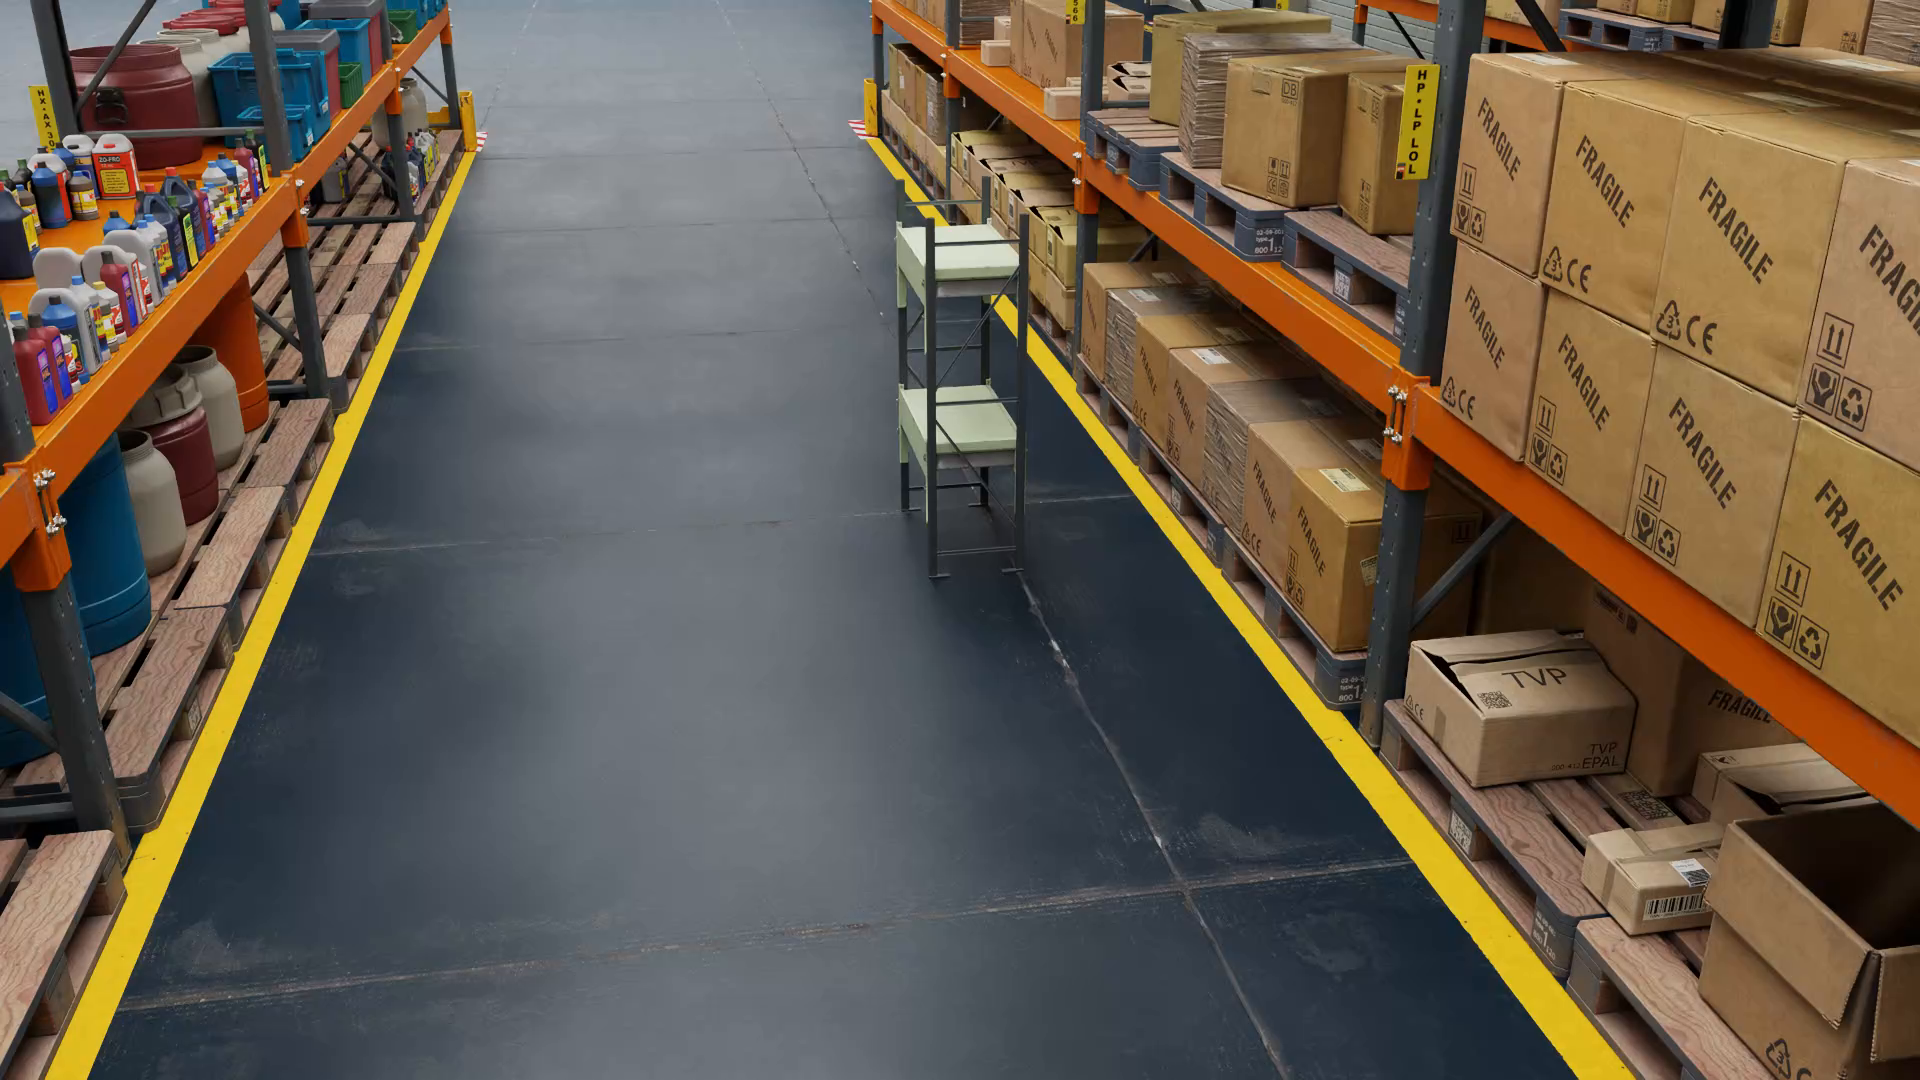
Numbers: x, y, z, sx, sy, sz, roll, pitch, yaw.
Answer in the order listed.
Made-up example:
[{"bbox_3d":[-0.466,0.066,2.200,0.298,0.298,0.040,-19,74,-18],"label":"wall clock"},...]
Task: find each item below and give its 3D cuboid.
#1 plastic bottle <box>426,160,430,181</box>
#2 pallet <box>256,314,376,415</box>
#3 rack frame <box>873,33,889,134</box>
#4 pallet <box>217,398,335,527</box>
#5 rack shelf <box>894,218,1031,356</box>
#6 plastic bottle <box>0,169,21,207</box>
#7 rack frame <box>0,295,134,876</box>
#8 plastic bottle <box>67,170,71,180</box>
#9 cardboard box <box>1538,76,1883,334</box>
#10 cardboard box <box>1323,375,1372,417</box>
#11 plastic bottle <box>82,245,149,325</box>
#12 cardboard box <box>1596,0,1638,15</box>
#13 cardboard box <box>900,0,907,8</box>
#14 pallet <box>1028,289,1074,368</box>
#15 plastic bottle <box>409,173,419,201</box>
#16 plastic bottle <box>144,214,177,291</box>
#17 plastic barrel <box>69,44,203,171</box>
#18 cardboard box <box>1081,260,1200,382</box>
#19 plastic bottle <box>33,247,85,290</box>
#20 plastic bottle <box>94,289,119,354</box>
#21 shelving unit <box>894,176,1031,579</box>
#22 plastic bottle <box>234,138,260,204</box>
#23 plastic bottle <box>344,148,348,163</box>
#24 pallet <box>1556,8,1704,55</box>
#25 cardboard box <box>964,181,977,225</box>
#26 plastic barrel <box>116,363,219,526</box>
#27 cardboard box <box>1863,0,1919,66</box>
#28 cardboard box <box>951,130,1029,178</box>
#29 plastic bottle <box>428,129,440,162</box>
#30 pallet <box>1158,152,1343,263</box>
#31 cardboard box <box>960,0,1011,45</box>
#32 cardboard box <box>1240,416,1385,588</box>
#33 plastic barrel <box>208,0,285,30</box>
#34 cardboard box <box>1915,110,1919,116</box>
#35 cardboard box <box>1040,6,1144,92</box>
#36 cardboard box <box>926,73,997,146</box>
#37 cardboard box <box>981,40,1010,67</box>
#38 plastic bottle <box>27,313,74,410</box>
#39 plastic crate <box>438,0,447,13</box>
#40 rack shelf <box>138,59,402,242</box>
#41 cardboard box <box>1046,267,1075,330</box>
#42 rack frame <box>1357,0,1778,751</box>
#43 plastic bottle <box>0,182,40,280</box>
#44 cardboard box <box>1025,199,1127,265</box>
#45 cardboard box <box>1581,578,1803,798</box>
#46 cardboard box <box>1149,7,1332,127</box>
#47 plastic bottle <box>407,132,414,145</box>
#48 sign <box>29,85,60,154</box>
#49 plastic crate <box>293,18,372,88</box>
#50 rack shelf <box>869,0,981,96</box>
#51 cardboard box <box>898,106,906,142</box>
[{"bbox_3d":[-4.281,-2.959,13.224,0.097,0.201,0.097,0,24,0],"label":"plastic bottle"},{"bbox_3d":[-3.841,-0.961,9.186,1.003,0.211,1.213,-4,24,-10],"label":"pallet"},{"bbox_3d":[-0.346,-5.443,15.965,1.000,3.000,0.127,-4,24,-10],"label":"rack frame"},{"bbox_3d":[-3.549,-0.346,7.779,1.003,0.211,1.213,-4,24,-10],"label":"pallet"},{"bbox_3d":[-0.001,-1.048,6.800,0.431,0.370,0.720,-4,24,-10],"label":"rack shelf"},{"bbox_3d":[-3.865,-1.355,6.750,0.061,0.283,0.133,-4,24,-10],"label":"plastic bottle"},{"bbox_3d":[-2.996,-0.358,4.321,1.000,3.000,0.127,-4,24,-10],"label":"rack frame"},{"bbox_3d":[-3.961,-1.560,7.322,0.097,0.201,0.097,0,24,0],"label":"plastic bottle"},{"bbox_3d":[1.779,-0.818,4.001,0.500,0.500,0.500,-5,24,-11],"label":"cardboard box"},{"bbox_3d":[1.828,-0.393,6.976,0.500,0.500,0.500,-4,24,-9],"label":"cardboard box"},{"bbox_3d":[-2.878,-0.875,5.662,0.152,0.276,0.135,-4,24,-10],"label":"plastic bottle"},{"bbox_3d":[5.322,-4.282,12.633,0.700,0.500,0.500,-4,24,-10],"label":"cardboard box"},{"bbox_3d":[-0.171,-5.098,15.050,0.700,0.500,0.500,-4,24,-8],"label":"cardboard box"},{"bbox_3d":[1.019,-1.345,10.066,1.003,0.211,1.213,-4,24,-10],"label":"pallet"},{"bbox_3d":[-4.141,-2.661,12.543,0.097,0.201,0.097,0,24,0],"label":"plastic bottle"},{"bbox_3d":[-2.934,-1.050,6.068,0.097,0.271,0.097,0,24,0],"label":"plastic bottle"},{"bbox_3d":[-4.119,-2.154,8.263,0.600,0.536,0.708,-4,24,-10],"label":"plastic barrel"},{"bbox_3d":[0.936,-1.152,8.714,0.500,0.500,0.500,-3,24,-7],"label":"cardboard box"},{"bbox_3d":[-3.028,-0.864,5.636,0.152,0.276,0.135,-4,24,-10],"label":"plastic bottle"},{"bbox_3d":[-2.787,-0.707,5.369,0.097,0.201,0.097,0,24,0],"label":"plastic bottle"},{"bbox_3d":[-0.001,-0.690,6.956,0.431,1.500,0.755,-4,24,-10],"label":"shelving unit"},{"bbox_3d":[-3.199,-1.659,7.447,0.061,0.283,0.133,-4,24,-10],"label":"plastic bottle"},{"bbox_3d":[-5.186,-3.293,13.901,0.097,0.271,0.097,0,24,0],"label":"plastic bottle"},{"bbox_3d":[5.259,-3.838,12.530,1.003,0.211,1.213,-4,24,-10],"label":"pallet"},{"bbox_3d":[0.318,-2.424,11.963,0.500,0.250,0.500,-4,24,-8],"label":"cardboard box"},{"bbox_3d":[-3.420,-0.383,6.868,0.600,0.588,0.708,-4,24,-10],"label":"plastic barrel"},{"bbox_3d":[5.904,-3.096,9.916,0.700,0.500,0.500,-7,25,-16],"label":"cardboard box"},{"bbox_3d":[0.225,-2.878,12.302,0.500,0.311,0.500,-4,24,-10],"label":"cardboard box"},{"bbox_3d":[-4.405,-3.300,13.902,0.061,0.283,0.133,-4,24,-8],"label":"plastic bottle"},{"bbox_3d":[1.497,-1.444,7.048,1.003,0.211,1.213,-4,24,-10],"label":"pallet"},{"bbox_3d":[0.305,-4.089,12.741,0.700,0.500,0.500,-5,24,-11],"label":"cardboard box"},{"bbox_3d":[1.417,-0.147,6.412,0.500,0.500,0.500,-4,24,-10],"label":"cardboard box"},{"bbox_3d":[-4.514,-3.174,10.600,0.433,0.535,0.433,0,24,0],"label":"plastic barrel"},{"bbox_3d":[2.411,-0.648,3.611,0.500,0.500,0.500,-4,24,-9],"label":"cardboard box"},{"bbox_3d":[0.807,-3.001,10.248,0.500,0.500,0.500,-6,24,-13],"label":"cardboard box"},{"bbox_3d":[0.012,-3.509,13.511,0.500,0.500,0.500,-4,24,-10],"label":"cardboard box"},{"bbox_3d":[0.356,-3.391,11.580,0.380,0.149,0.250,-4,24,-10],"label":"cardboard box"},{"bbox_3d":[-2.669,-0.533,4.867,0.061,0.283,0.133,-4,24,-10],"label":"plastic bottle"},{"bbox_3d":[-4.828,-4.835,14.758,0.499,0.251,0.616,-4,24,-10],"label":"plastic crate"},{"bbox_3d":[-4.105,-2.388,9.869,1.077,0.370,4.000,-4,24,-10],"label":"rack shelf"},{"bbox_3d":[0.796,-1.418,9.659,0.500,0.250,0.500,-4,24,-8],"label":"cardboard box"},{"bbox_3d":[1.873,-0.723,5.157,1.000,3.000,0.127,-4,24,-10],"label":"rack frame"},{"bbox_3d":[-3.567,-1.170,6.243,0.144,0.351,0.185,-4,24,-10],"label":"plastic bottle"},{"bbox_3d":[0.692,-1.877,10.011,0.500,0.311,0.500,-5,24,-11],"label":"cardboard box"},{"bbox_3d":[2.257,0.424,5.105,0.500,0.500,0.500,-4,24,-10],"label":"cardboard box"},{"bbox_3d":[1.360,-2.295,8.108,0.700,0.500,0.500,-13,27,-27],"label":"cardboard box"},{"bbox_3d":[-4.529,-3.235,13.754,0.061,0.283,0.133,-4,24,-10],"label":"plastic bottle"},{"bbox_3d":[-4.275,-1.962,7.792,0.100,0.325,0.005,-4,24,-10],"label":"sign"},{"bbox_3d":[-3.966,-3.086,10.589,0.392,0.384,0.575,-4,24,-10],"label":"plastic crate"},{"bbox_3d":[0.023,-4.327,14.307,1.077,0.370,4.000,-4,24,-10],"label":"rack shelf"},{"bbox_3d":[-0.278,-3.755,15.010,0.500,0.250,0.500,-4,24,-10],"label":"cardboard box"}]
